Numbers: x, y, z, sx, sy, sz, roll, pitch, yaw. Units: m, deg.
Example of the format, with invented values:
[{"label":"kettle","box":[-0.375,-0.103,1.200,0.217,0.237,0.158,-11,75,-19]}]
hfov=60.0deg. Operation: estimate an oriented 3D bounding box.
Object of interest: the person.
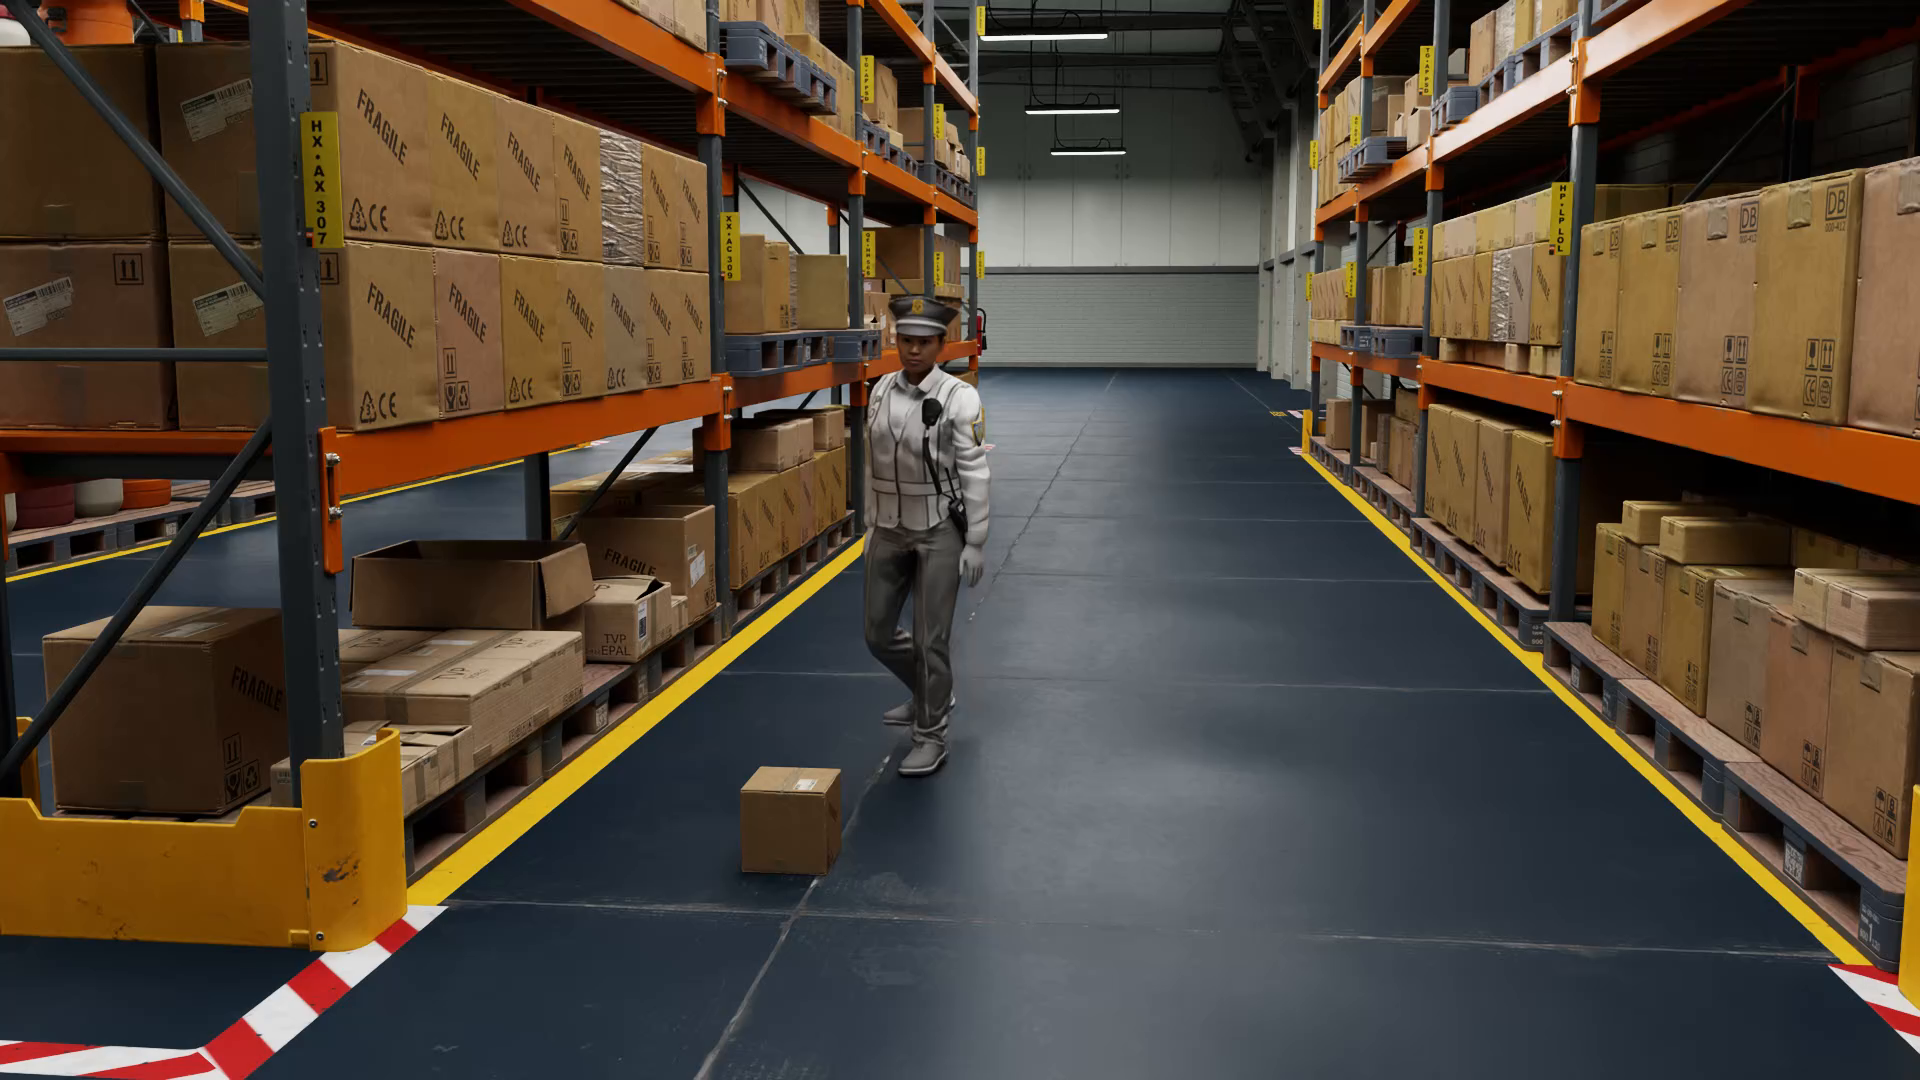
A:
[{"label":"person","box":[-0.104,-0.024,5.927,0.534,1.670,0.535,5,9,32]}]
